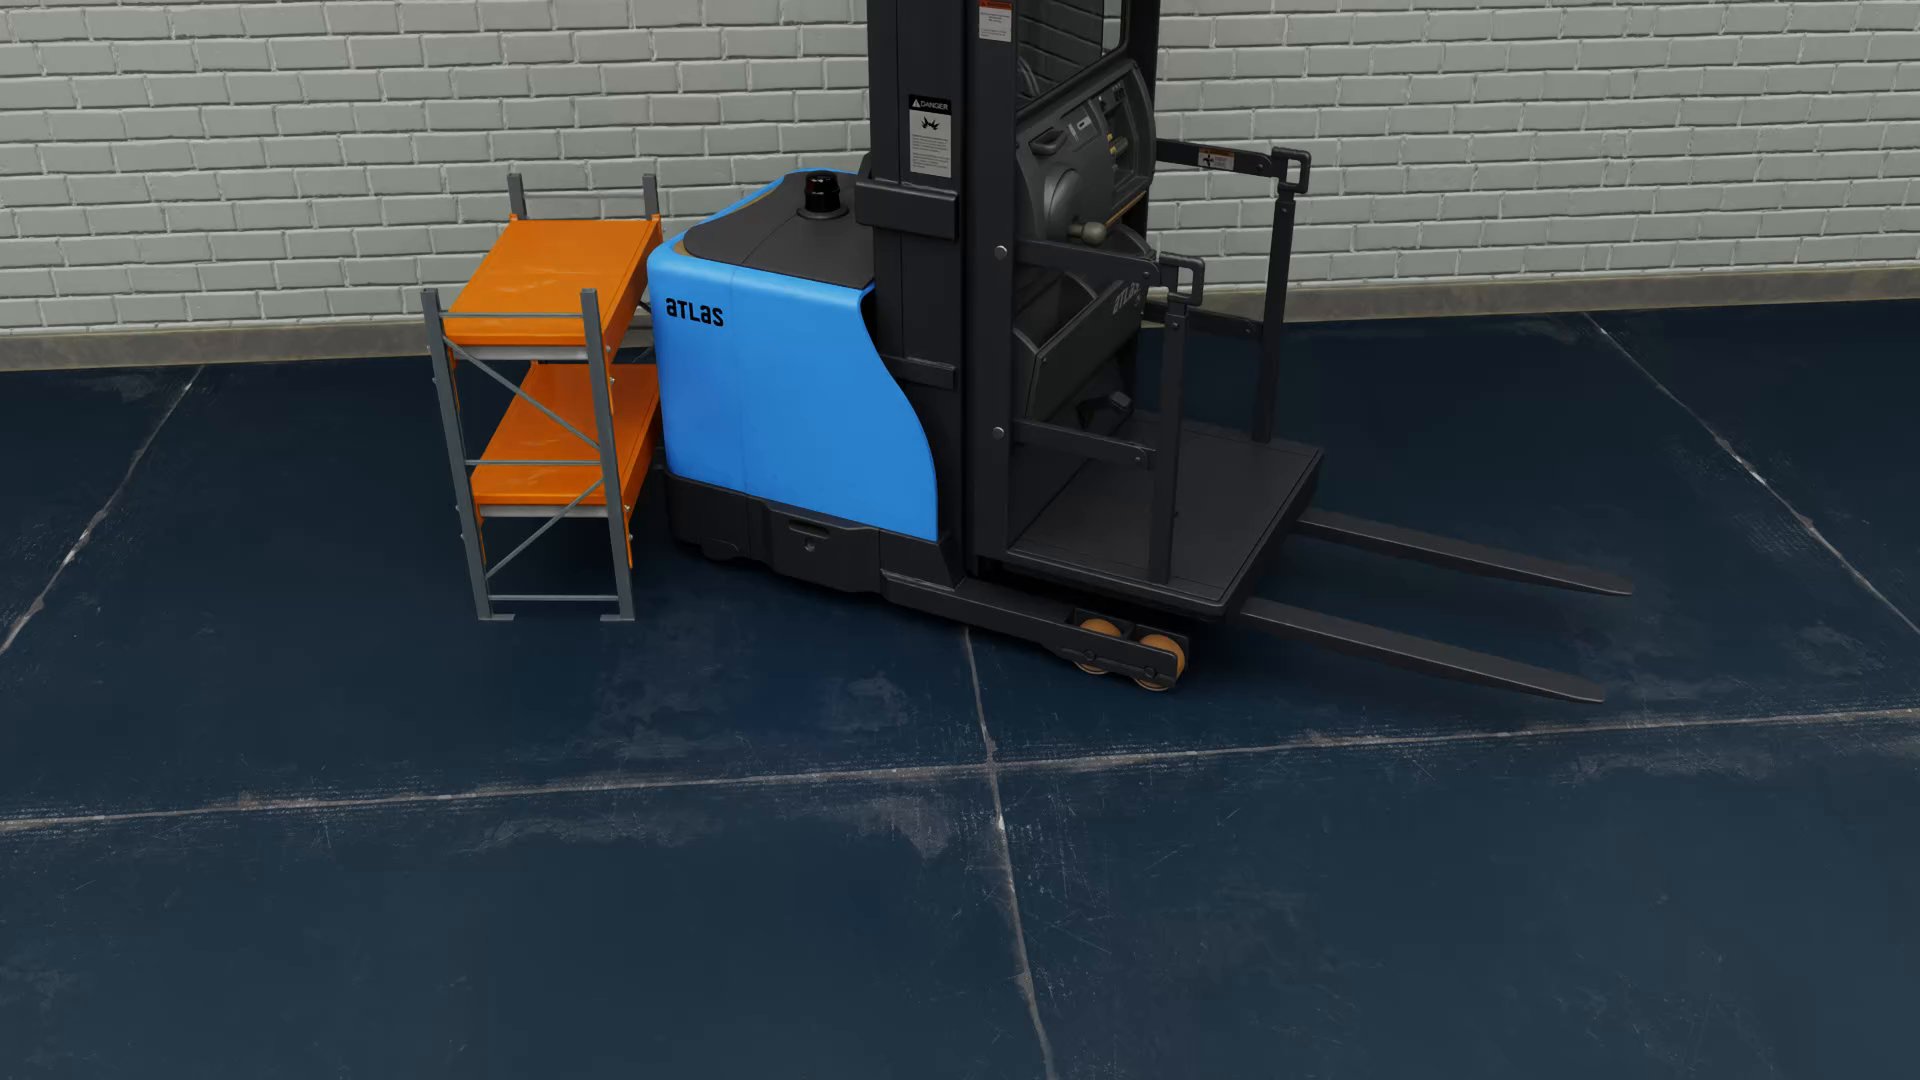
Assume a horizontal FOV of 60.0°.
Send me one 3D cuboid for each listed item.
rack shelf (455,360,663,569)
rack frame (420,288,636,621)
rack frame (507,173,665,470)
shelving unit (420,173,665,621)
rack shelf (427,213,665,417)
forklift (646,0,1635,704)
[{"bbox_3d":[-1.285,-0.282,5.602,0.538,0.278,1.000,0,31,1],"label":"rack shelf"},{"bbox_3d":[-1.290,-0.232,5.041,0.500,1.125,0.032,0,31,1],"label":"rack frame"},{"bbox_3d":[-1.280,-0.753,5.913,0.500,1.125,0.032,0,31,1],"label":"rack frame"},{"bbox_3d":[-1.285,-0.492,5.477,0.538,1.125,1.048,0,31,1],"label":"shelving unit"},{"bbox_3d":[-1.286,-0.744,5.327,0.538,0.278,1.000,0,31,1],"label":"rack shelf"},{"bbox_3d":[0.559,-1.117,4.762,3.031,2.935,1.130,14,34,22],"label":"forklift"}]
